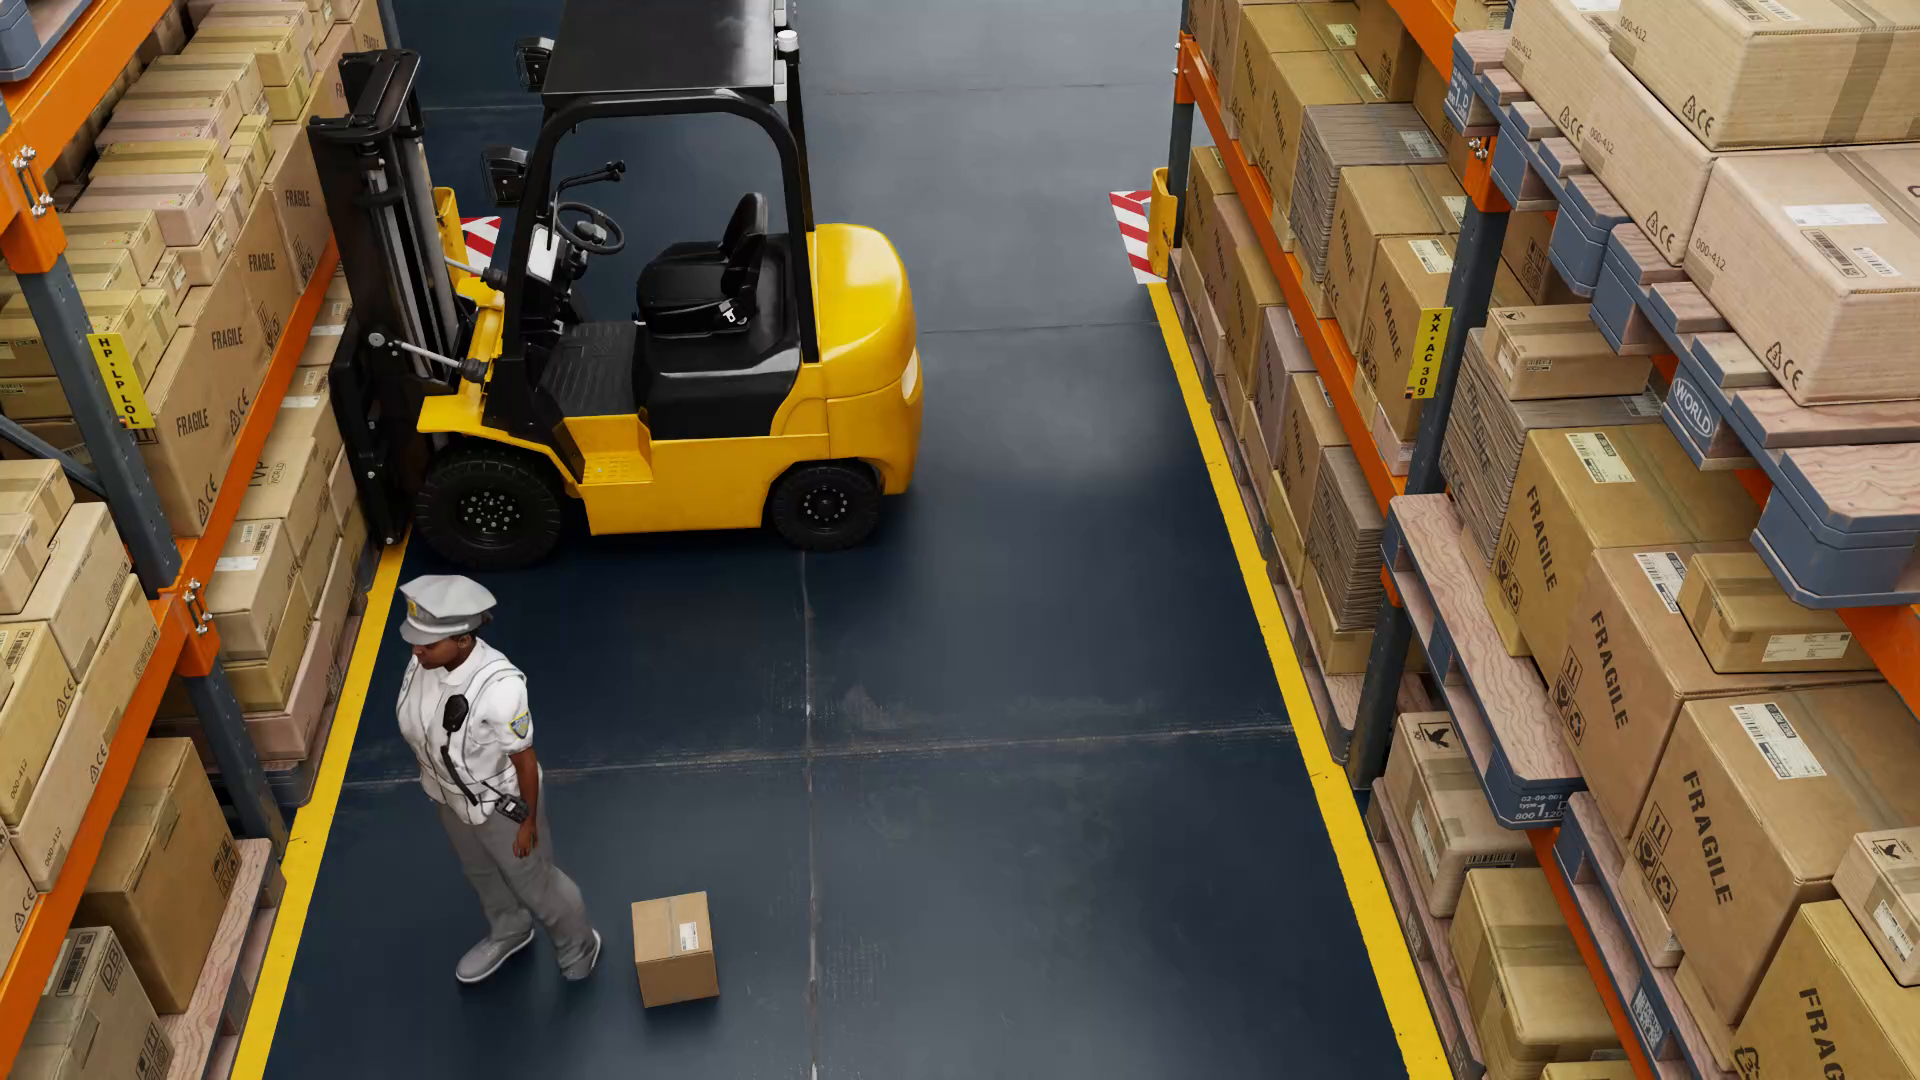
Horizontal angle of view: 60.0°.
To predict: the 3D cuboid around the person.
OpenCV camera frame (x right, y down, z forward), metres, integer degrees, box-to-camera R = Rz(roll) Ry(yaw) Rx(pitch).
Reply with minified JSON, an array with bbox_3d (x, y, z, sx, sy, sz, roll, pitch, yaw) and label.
[{"bbox_3d":[-1.496,0.831,5.194,0.455,1.785,0.385,27,46,29],"label":"person"}]
